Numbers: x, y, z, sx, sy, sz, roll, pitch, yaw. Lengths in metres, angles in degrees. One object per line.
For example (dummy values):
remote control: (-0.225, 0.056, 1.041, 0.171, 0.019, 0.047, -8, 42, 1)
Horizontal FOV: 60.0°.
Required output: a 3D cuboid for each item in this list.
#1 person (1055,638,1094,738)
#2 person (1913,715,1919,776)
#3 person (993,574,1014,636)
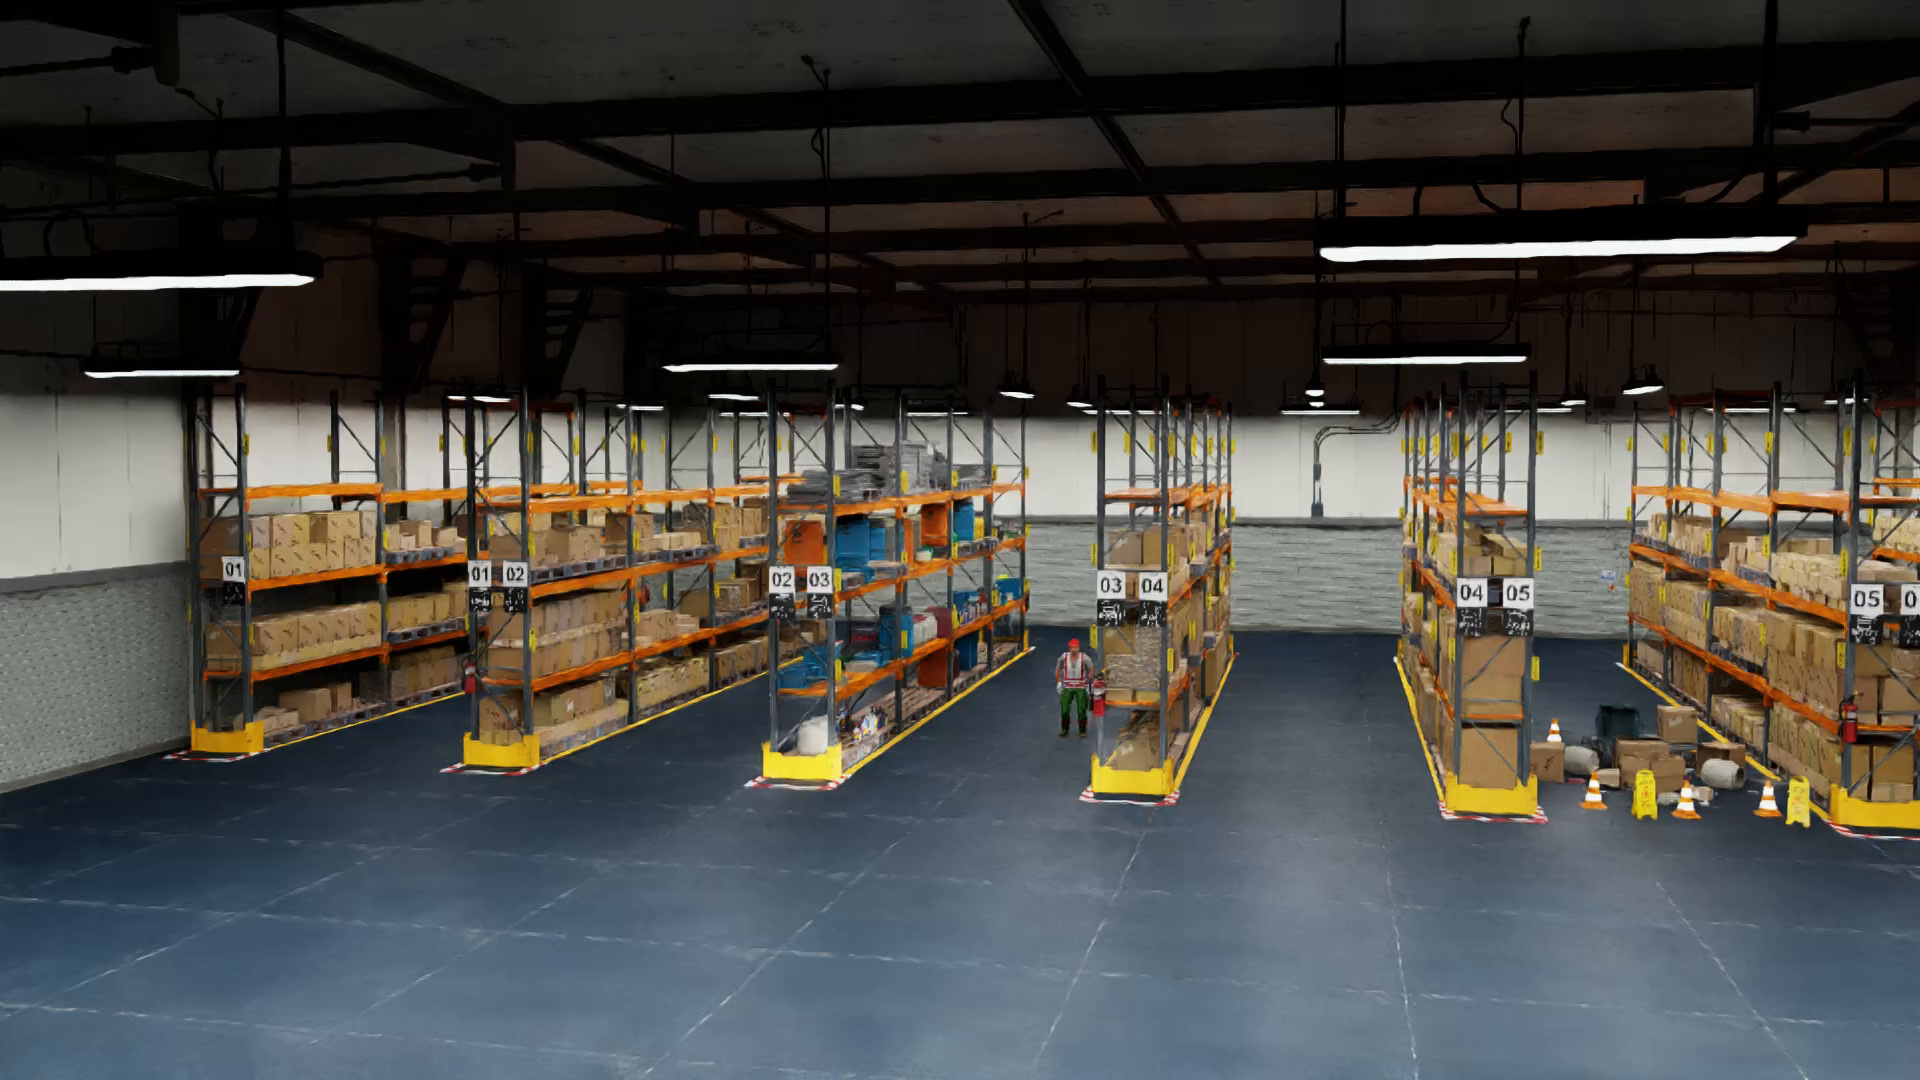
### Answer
person: (1.950, 2.519, 28.340, 0.677, 1.742, 0.552, 1, 3, 12)
person: (14.370, 2.690, 24.695, 0.499, 1.774, 0.578, 3, 5, 43)
person: (1.107, 1.722, 41.795, 0.733, 1.752, 0.563, -3, 4, -43)
